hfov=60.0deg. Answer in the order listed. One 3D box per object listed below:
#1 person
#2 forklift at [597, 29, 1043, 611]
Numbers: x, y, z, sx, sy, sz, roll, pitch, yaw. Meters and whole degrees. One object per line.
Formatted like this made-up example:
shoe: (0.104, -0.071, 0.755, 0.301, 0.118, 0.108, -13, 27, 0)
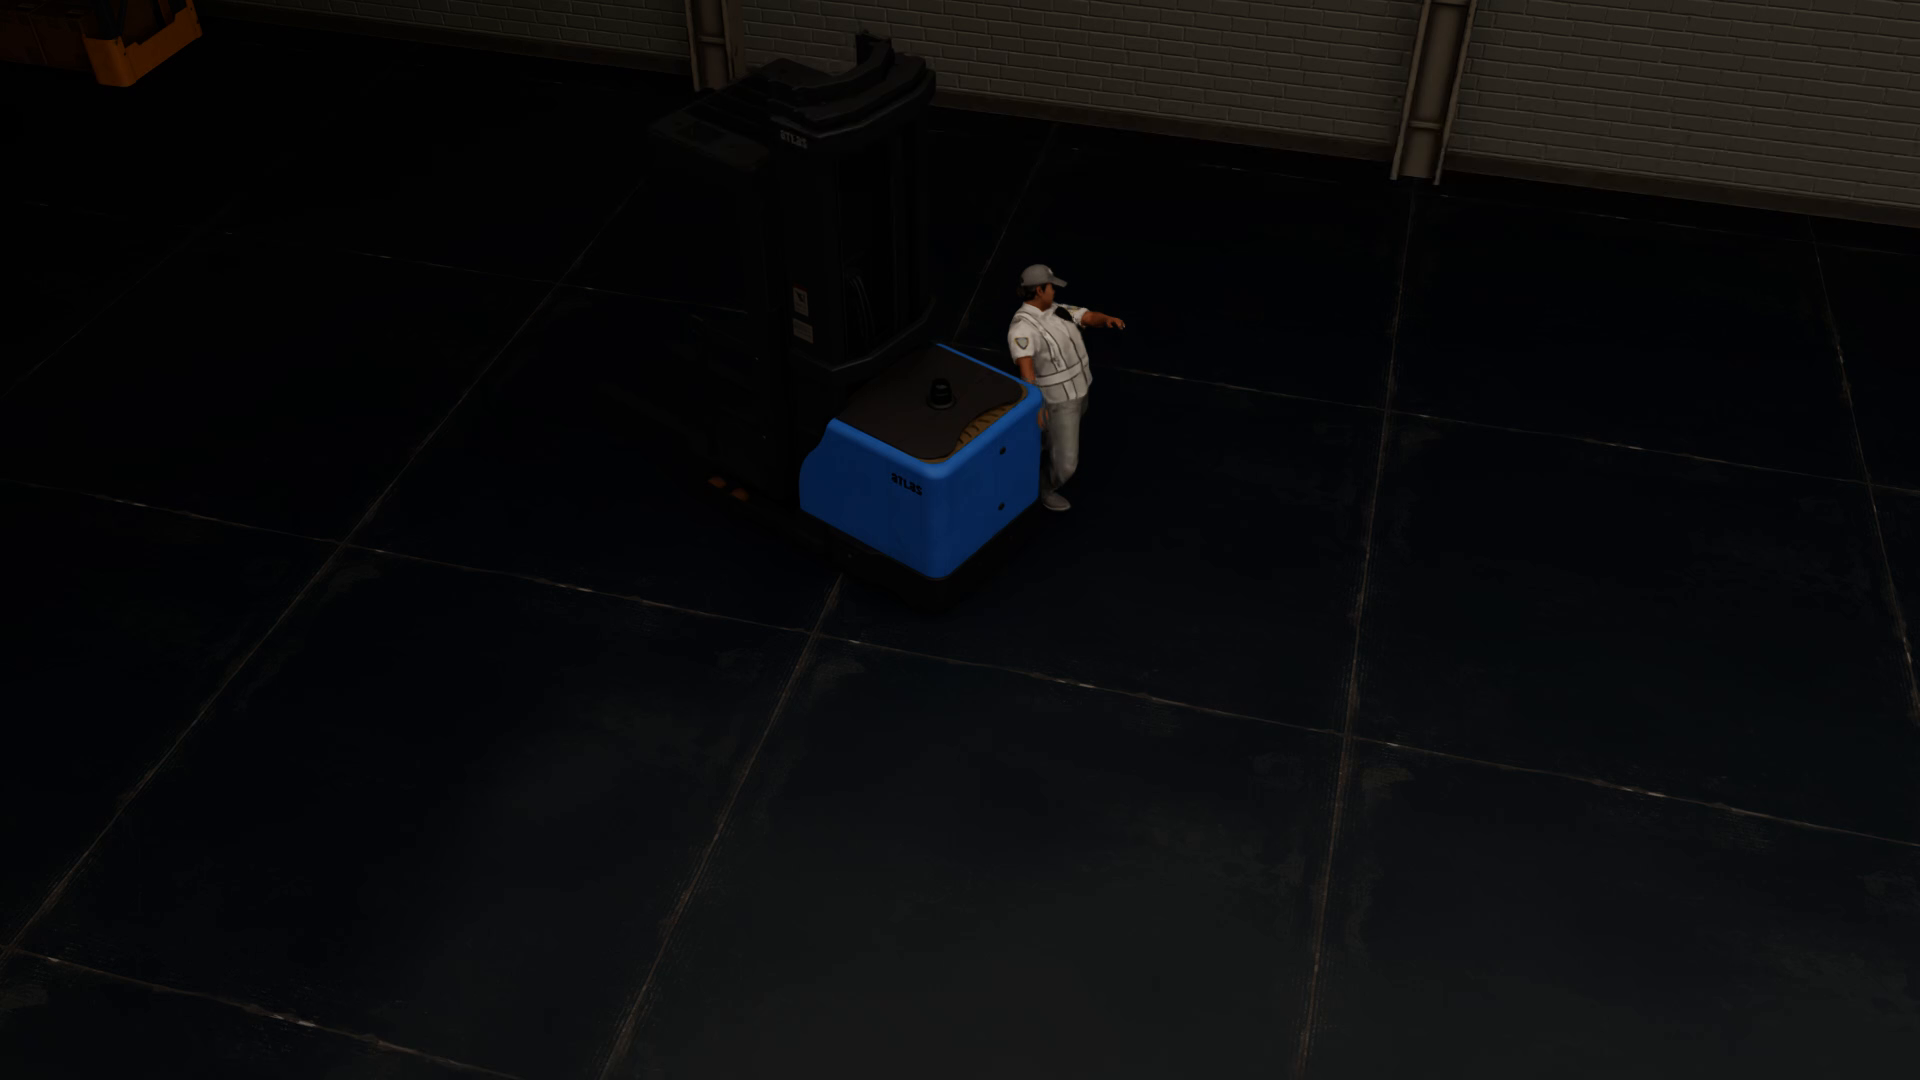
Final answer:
person: (0.563, -0.838, 9.915, 0.765, 1.447, 0.943, 12, 43, 14)
forklift: (-0.985, -1.501, 9.574, 3.031, 2.935, 1.130, 27, 48, 28)
